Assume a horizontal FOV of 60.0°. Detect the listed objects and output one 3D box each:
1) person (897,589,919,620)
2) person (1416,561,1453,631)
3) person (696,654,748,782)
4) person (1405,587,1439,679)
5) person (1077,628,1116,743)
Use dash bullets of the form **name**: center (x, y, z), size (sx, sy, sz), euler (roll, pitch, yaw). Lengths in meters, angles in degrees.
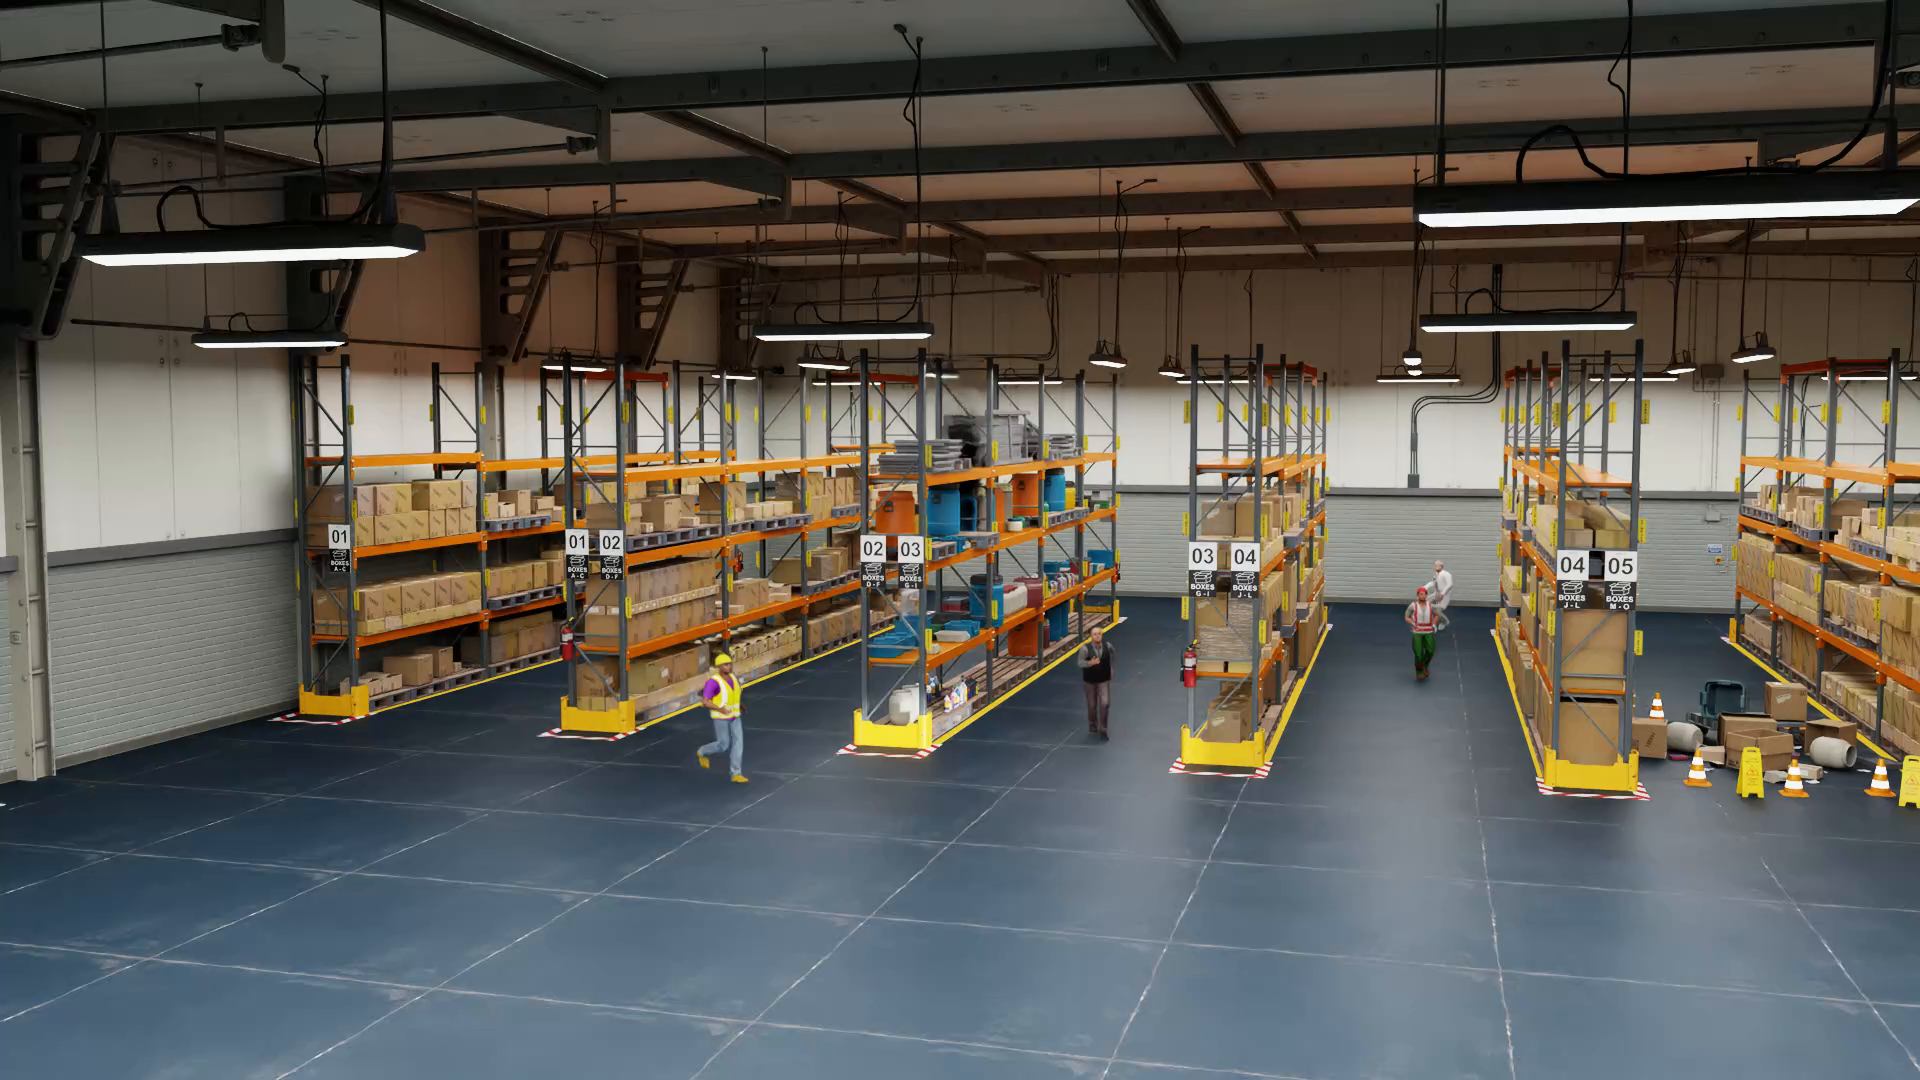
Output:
- **person**: center (-1.076, 1.523, 34.930), size (0.558, 1.677, 0.942), euler (1, 4, 9)
- **person**: center (11.051, 1.296, 38.517), size (0.679, 1.633, 0.886), euler (-2, 5, -26)
- **person**: center (-3.219, 2.429, 22.750), size (0.895, 1.749, 0.709), euler (3, 5, 37)
- **person**: center (8.742, 1.766, 31.382), size (0.644, 1.741, 0.573), euler (0, 4, 6)
- **person**: center (2.112, 2.230, 25.695), size (0.625, 1.791, 0.830), euler (0, 4, 0)
